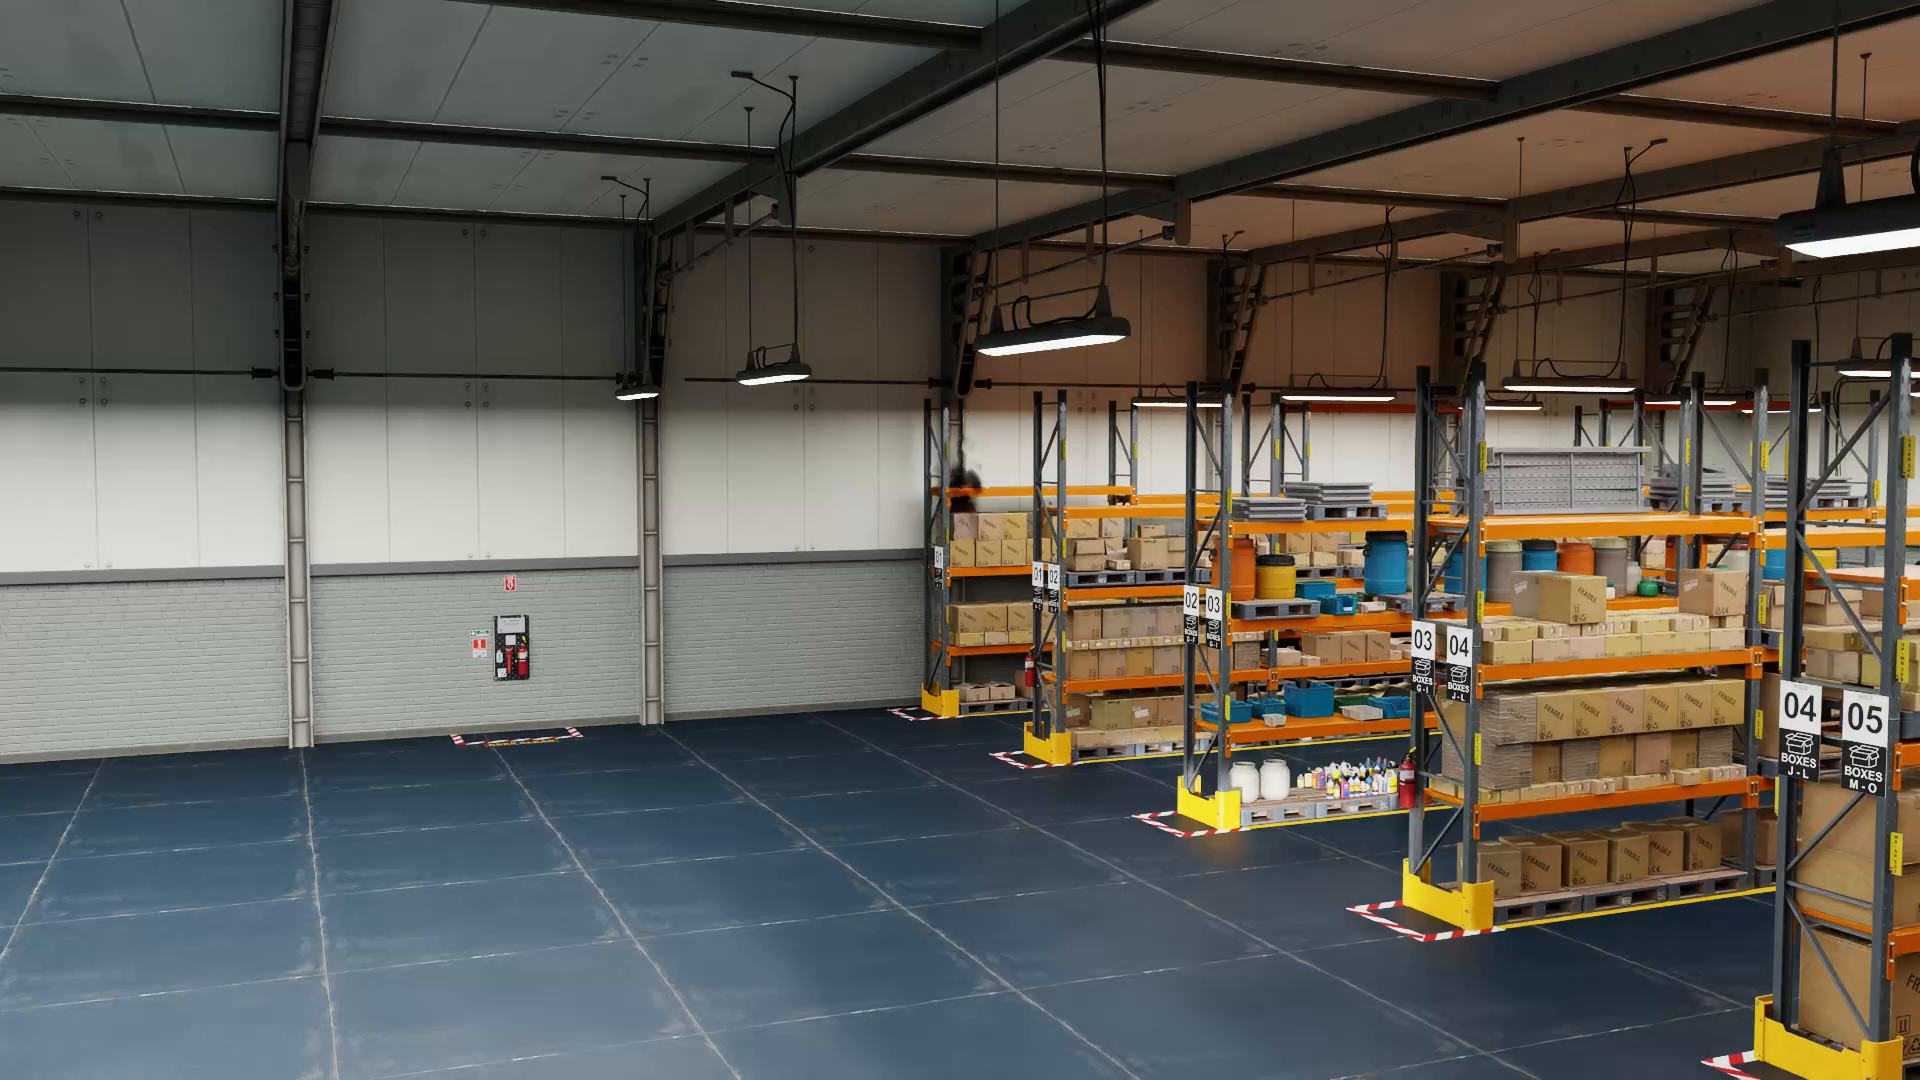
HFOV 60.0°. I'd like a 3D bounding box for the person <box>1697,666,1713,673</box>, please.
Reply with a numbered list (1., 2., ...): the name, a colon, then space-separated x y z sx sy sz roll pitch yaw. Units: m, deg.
1. person: 13.301 2.572 29.698 0.906 1.649 0.607 -2 4 -32
